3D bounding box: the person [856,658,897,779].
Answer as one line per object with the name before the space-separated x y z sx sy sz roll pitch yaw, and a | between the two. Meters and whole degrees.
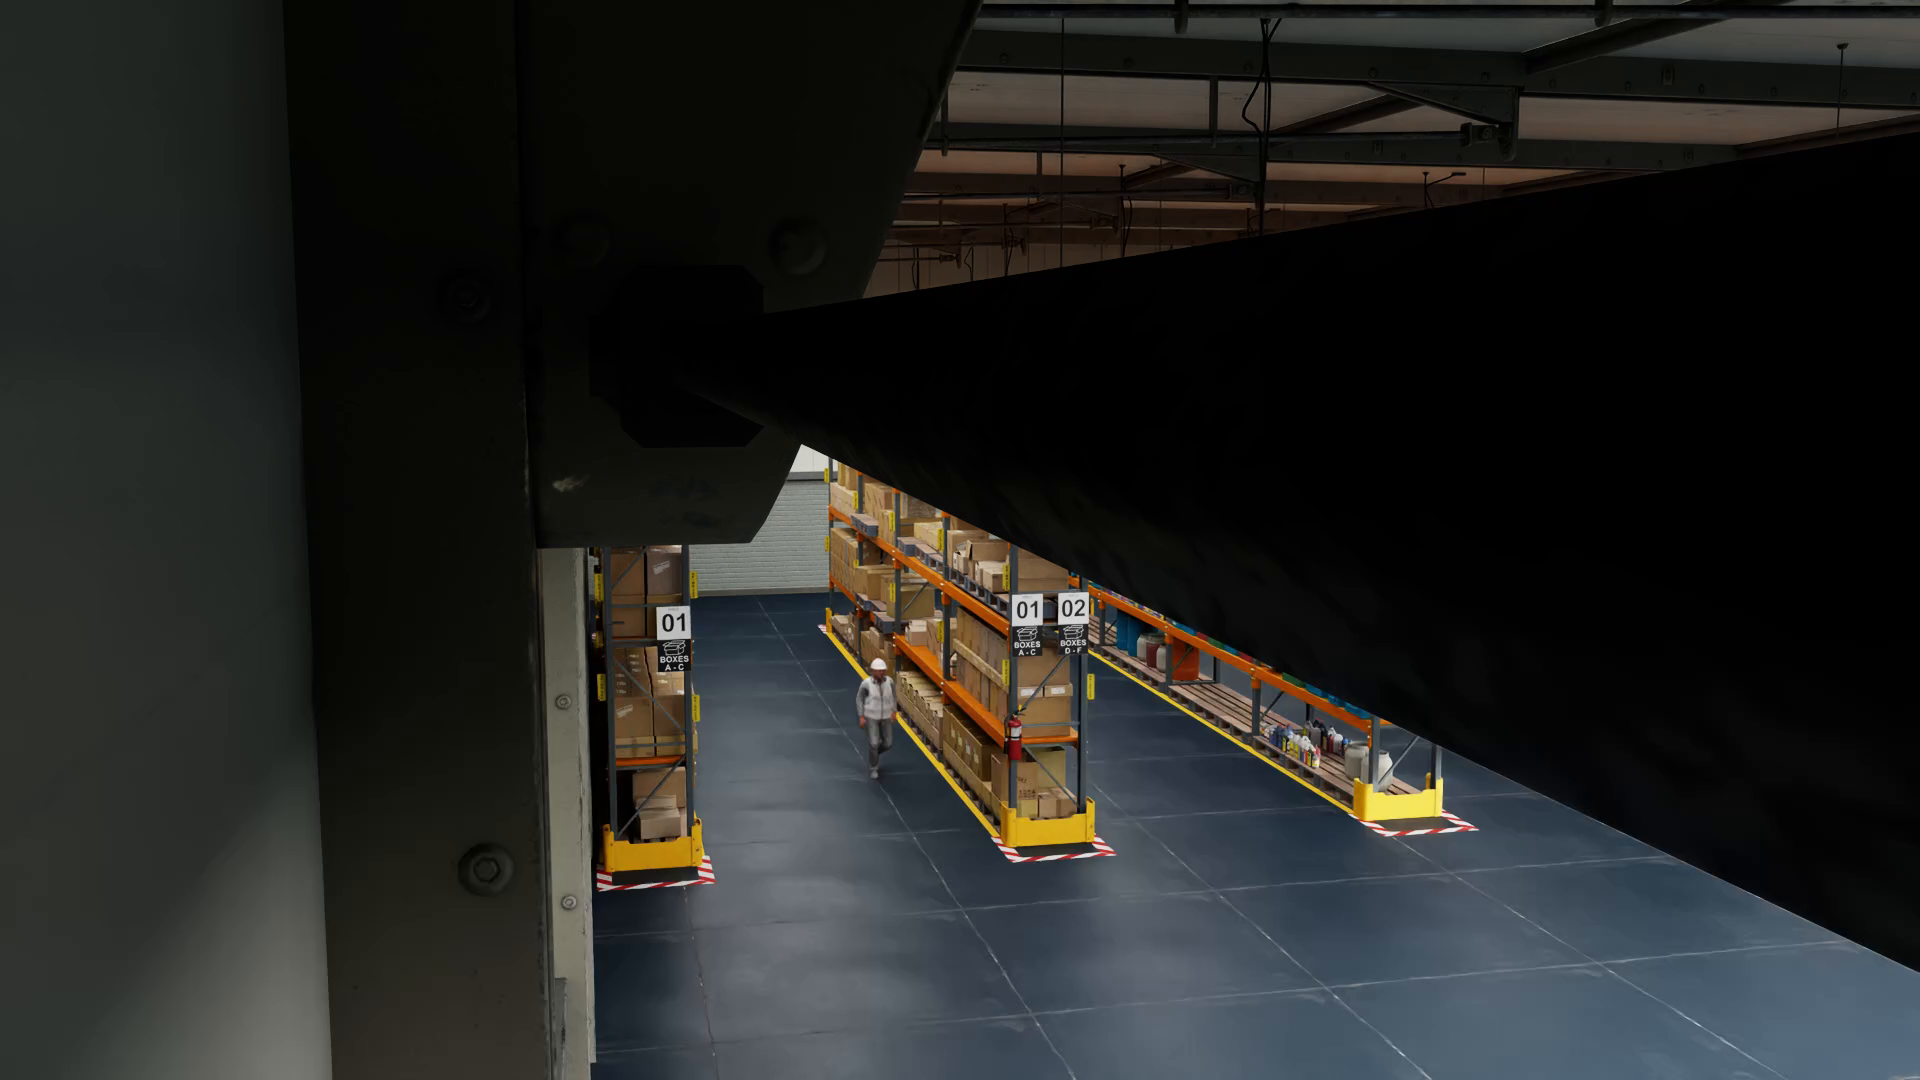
person | -1.241 2.578 24.401 0.624 1.756 0.638 -3 7 -23
